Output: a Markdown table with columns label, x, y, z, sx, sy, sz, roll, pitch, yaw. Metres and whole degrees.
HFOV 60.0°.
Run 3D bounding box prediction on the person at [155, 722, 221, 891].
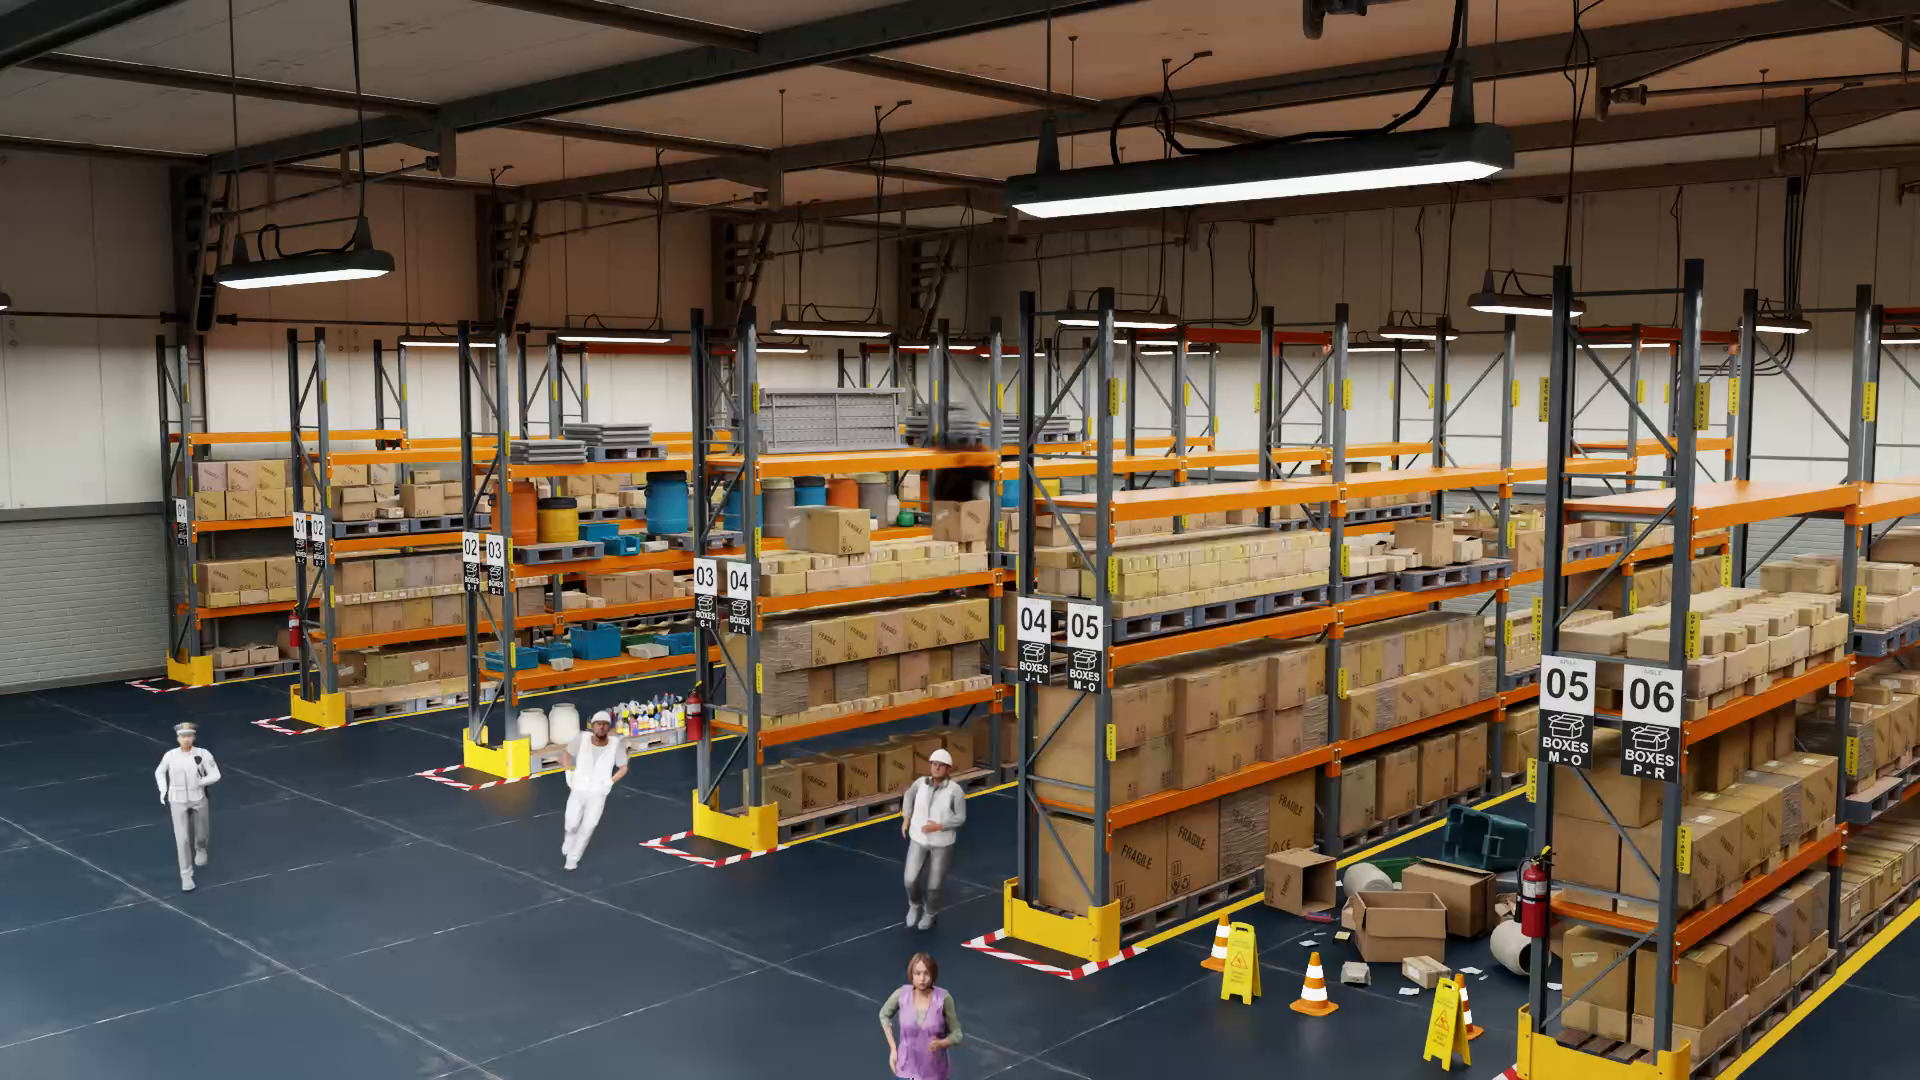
| label | x | y | z | sx | sy | sz | roll | pitch | yaw |
| --- | --- | --- | --- | --- | --- | --- | --- | --- | --- |
| person | -7.982 | 2.704 | 17.205 | 0.618 | 1.670 | 0.865 | -2 | 6 | -24 |

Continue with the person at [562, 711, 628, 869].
| label | x | y | z | sx | sy | sz | roll | pitch | yaw |
| --- | --- | --- | --- | --- | --- | --- | --- | --- | --- |
| person | -3.922 | 2.653 | 17.791 | 0.737 | 1.688 | 0.608 | -1 | 5 | -8 |

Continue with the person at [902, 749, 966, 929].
| label | x | y | z | sx | sy | sz | roll | pitch | yaw |
| --- | --- | --- | --- | --- | --- | --- | --- | --- | --- |
| person | -0.259 | 2.837 | 15.666 | 0.654 | 1.740 | 0.609 | 1 | 5 | 10 |

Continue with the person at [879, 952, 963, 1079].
| label | x | y | z | sx | sy | sz | roll | pitch | yaw |
| --- | --- | --- | --- | --- | --- | --- | --- | --- | --- |
| person | -0.242 | 3.354 | 10.425 | 0.520 | 1.572 | 0.681 | 0 | 5 | -4 |
